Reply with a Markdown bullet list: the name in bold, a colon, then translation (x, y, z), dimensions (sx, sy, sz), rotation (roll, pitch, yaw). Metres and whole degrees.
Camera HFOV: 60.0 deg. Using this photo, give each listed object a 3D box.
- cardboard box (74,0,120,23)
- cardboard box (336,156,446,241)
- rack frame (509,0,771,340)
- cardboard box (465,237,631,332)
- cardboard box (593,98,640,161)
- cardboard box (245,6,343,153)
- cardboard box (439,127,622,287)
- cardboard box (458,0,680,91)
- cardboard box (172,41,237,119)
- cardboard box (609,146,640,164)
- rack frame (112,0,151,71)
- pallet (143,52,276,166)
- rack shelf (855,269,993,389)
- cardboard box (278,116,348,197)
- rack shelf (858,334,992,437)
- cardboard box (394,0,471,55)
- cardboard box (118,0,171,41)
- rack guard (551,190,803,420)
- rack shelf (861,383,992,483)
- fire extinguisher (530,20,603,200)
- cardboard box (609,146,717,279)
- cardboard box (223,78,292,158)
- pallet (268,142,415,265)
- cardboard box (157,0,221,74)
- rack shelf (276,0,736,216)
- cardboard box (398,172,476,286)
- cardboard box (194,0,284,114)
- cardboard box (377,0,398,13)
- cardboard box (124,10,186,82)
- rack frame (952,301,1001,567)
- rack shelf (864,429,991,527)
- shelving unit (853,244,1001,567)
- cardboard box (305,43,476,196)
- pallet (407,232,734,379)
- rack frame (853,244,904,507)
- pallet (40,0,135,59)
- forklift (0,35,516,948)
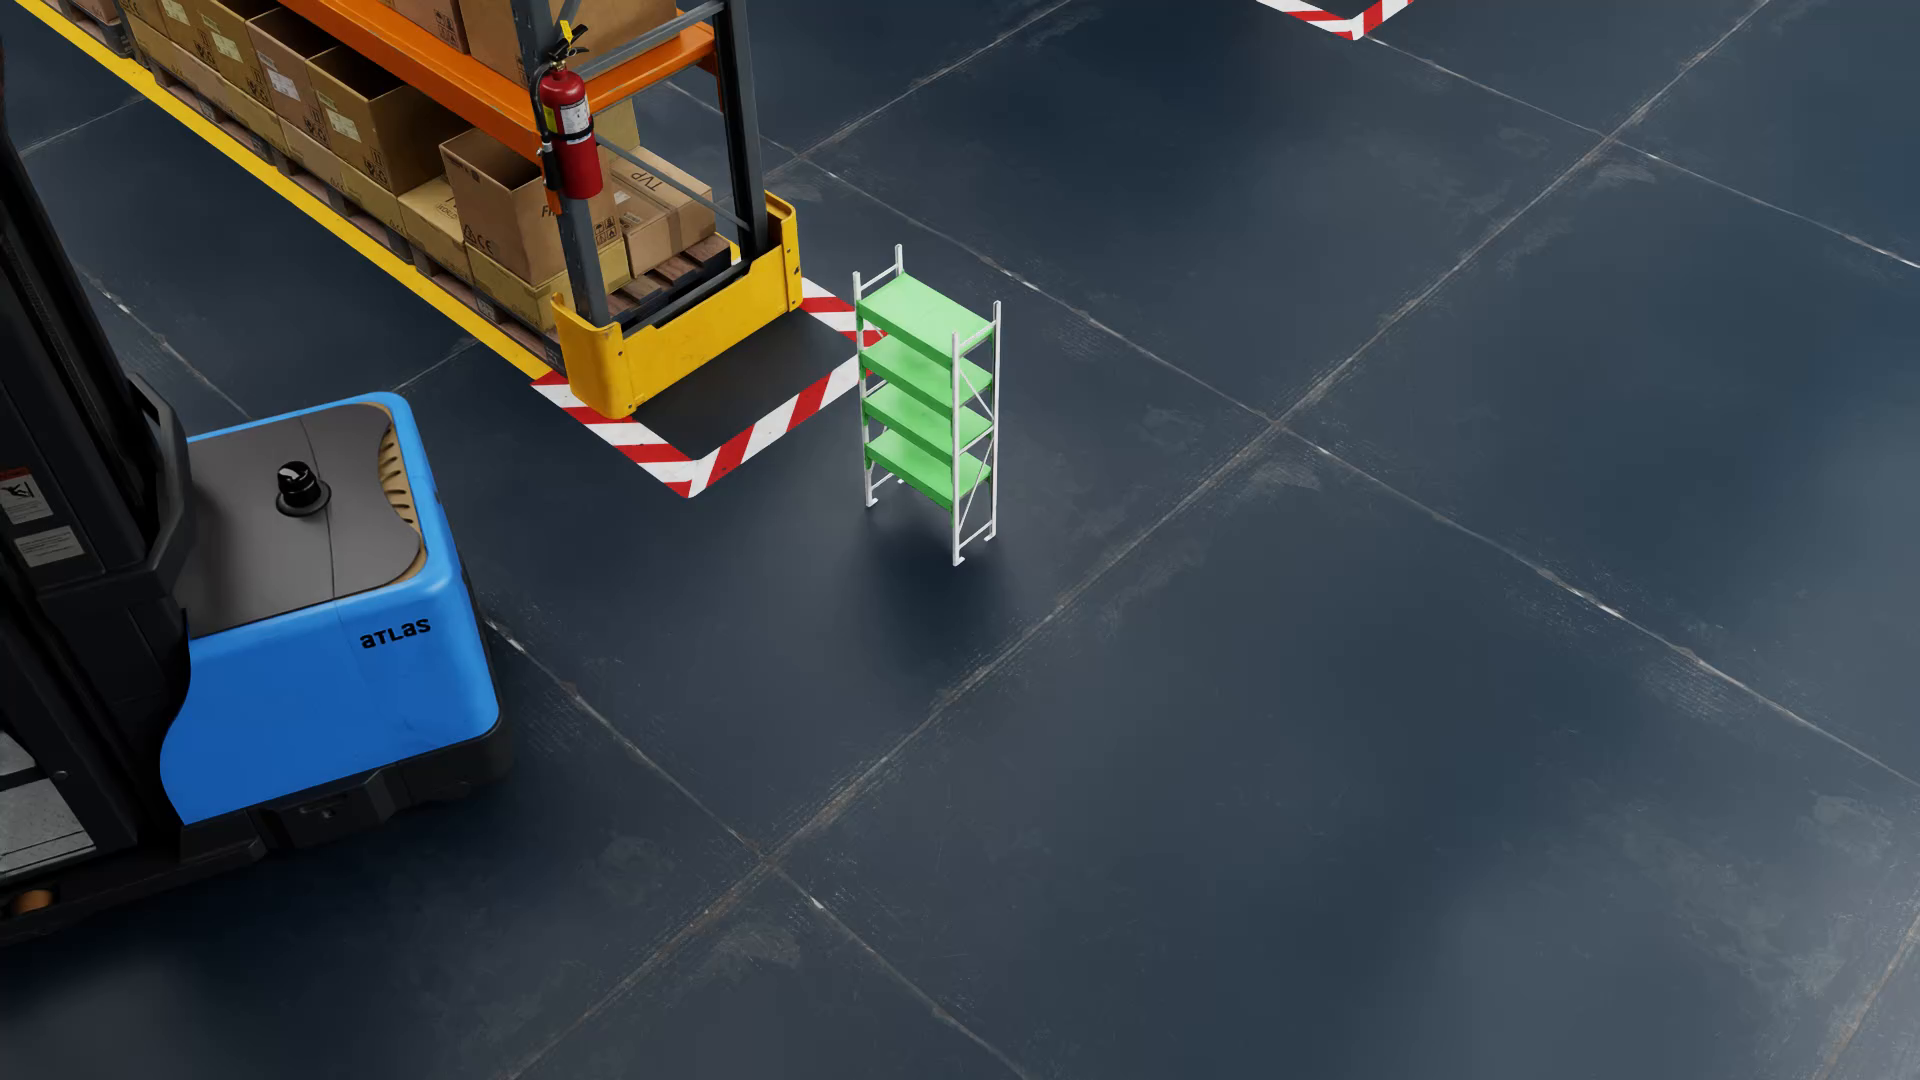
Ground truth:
- **cardboard box**: translation (-4.691, -3.170, 9.267), dimensions (0.500, 0.250, 0.500), rotation (33, 55, 27)
- **cardboard box**: translation (-2.589, -1.736, 7.921), dimensions (0.500, 0.250, 0.500), rotation (34, 55, 28)
- **rack frame**: translation (-1.250, -1.940, 6.514), dimensions (0.127, 3.000, 1.000), rotation (34, 55, 28)
- **cardboard box**: translation (-1.845, -1.249, 7.464), dimensions (0.500, 0.250, 0.500), rotation (34, 55, 28)
- **cardboard box**: translation (-1.862, -2.030, 7.682), dimensions (0.500, 0.500, 0.500), rotation (34, 55, 28)
- **cardboard box**: translation (-2.957, -2.239, 7.879), dimensions (0.500, 0.500, 0.500), rotation (34, 55, 28)
- **cardboard box**: translation (-1.846, -1.505, 7.189), dimensions (0.500, 0.500, 0.500), rotation (34, 55, 28)
- **cardboard box**: translation (-1.584, -2.212, 6.701), dimensions (0.500, 0.500, 0.700), rotation (34, 55, 28)
- **cardboard box**: translation (-3.690, -2.479, 8.618), dimensions (0.500, 0.250, 0.500), rotation (34, 55, 28)
- **cardboard box**: translation (-1.863, -1.772, 7.954), dimensions (0.500, 0.250, 0.500), rotation (34, 55, 28)
- **rack frame**: translation (-4.189, -3.918, 8.371), dimensions (0.127, 3.000, 1.000), rotation (34, 55, 28)
- **pallet**: translation (-3.633, -2.548, 8.997), dimensions (1.213, 0.211, 1.003), rotation (34, 55, 28)
- **rack shelf**: translation (-0.122, -0.777, 6.086), dimensions (0.480, 0.148, 0.258), rotation (34, 55, 28)
- **cardboard box**: translation (-2.955, -1.985, 8.154), dimensions (0.500, 0.250, 0.500), rotation (34, 55, 28)
- **rack shelf**: translation (-0.122, -0.613, 6.261), dimensions (0.480, 0.148, 0.258), rotation (34, 55, 28)
- **cardboard box**: translation (-1.974, -2.469, 6.942), dimensions (0.500, 0.500, 0.700), rotation (35, 56, 29)
- **cardboard box**: translation (-4.061, -2.980, 8.574), dimensions (0.500, 0.500, 0.500), rotation (34, 55, 28)
- **rack guard**: translation (-1.232, -1.072, 7.414), dimensions (0.348, 0.500, 1.175), rotation (34, 55, 28)
- **rack shelf**: translation (-0.122, -0.449, 6.436), dimensions (0.480, 0.148, 0.258), rotation (34, 55, 28)
- **fire extinguisher**: translation (-1.478, -1.606, 6.254), dimensions (0.183, 0.674, 0.296), rotation (34, 55, 28)
- **cardboard box**: translation (-1.493, -1.527, 7.724), dimensions (0.500, 0.250, 0.500), rotation (34, 55, 28)
- **cardboard box**: translation (-3.326, -2.229, 8.383), dimensions (0.500, 0.250, 0.500), rotation (34, 55, 28)
- **pallet**: translation (-2.733, -1.944, 8.431), dimensions (1.213, 0.211, 1.003), rotation (34, 55, 28)
- **cardboard box**: translation (-3.688, -2.737, 8.346), dimensions (0.500, 0.500, 0.500), rotation (34, 55, 28)
- **rack shelf**: translation (-2.720, -2.683, 7.705), dimensions (4.000, 0.370, 1.077), rotation (34, 55, 28)
- **cardboard box**: translation (-2.220, -1.490, 7.690), dimensions (0.500, 0.250, 0.500), rotation (34, 55, 28)
- **cardboard box**: translation (-3.326, -2.486, 8.110), dimensions (0.500, 0.500, 0.500), rotation (34, 55, 28)
- **cardboard box**: translation (-2.335, -2.718, 7.175), dimensions (0.500, 0.500, 0.700), rotation (34, 56, 28)
- **cardboard box**: translation (-4.054, -2.729, 8.852), dimensions (0.500, 0.250, 0.500), rotation (34, 55, 28)
- **rack frame**: translation (0.058, -0.372, 6.276), dimensions (0.015, 1.200, 0.240), rotation (34, 55, 28)
- **rack shelf**: translation (-0.122, -0.285, 6.611), dimensions (0.480, 0.148, 0.258), rotation (34, 55, 28)
- **shelving unit**: translation (-0.122, -0.493, 6.389), dimensions (0.503, 1.200, 0.258), rotation (34, 55, 28)
- **cardboard box**: translation (-2.591, -1.992, 7.646), dimensions (0.500, 0.500, 0.500), rotation (34, 55, 28)
- **pallet**: translation (-1.840, -1.341, 7.864), dimensions (1.213, 0.211, 1.003), rotation (34, 55, 28)
- **rack frame**: translation (-0.301, -0.613, 6.503), dimensions (0.015, 1.200, 0.240), rotation (34, 55, 28)
- **pallet**: translation (-4.757, -3.307, 9.710), dimensions (1.213, 0.211, 1.003), rotation (34, 55, 28)
- **forklift**: translation (-3.150, -0.077, 4.811), dimensions (3.031, 2.935, 1.130), rotation (-16, 49, -15)
